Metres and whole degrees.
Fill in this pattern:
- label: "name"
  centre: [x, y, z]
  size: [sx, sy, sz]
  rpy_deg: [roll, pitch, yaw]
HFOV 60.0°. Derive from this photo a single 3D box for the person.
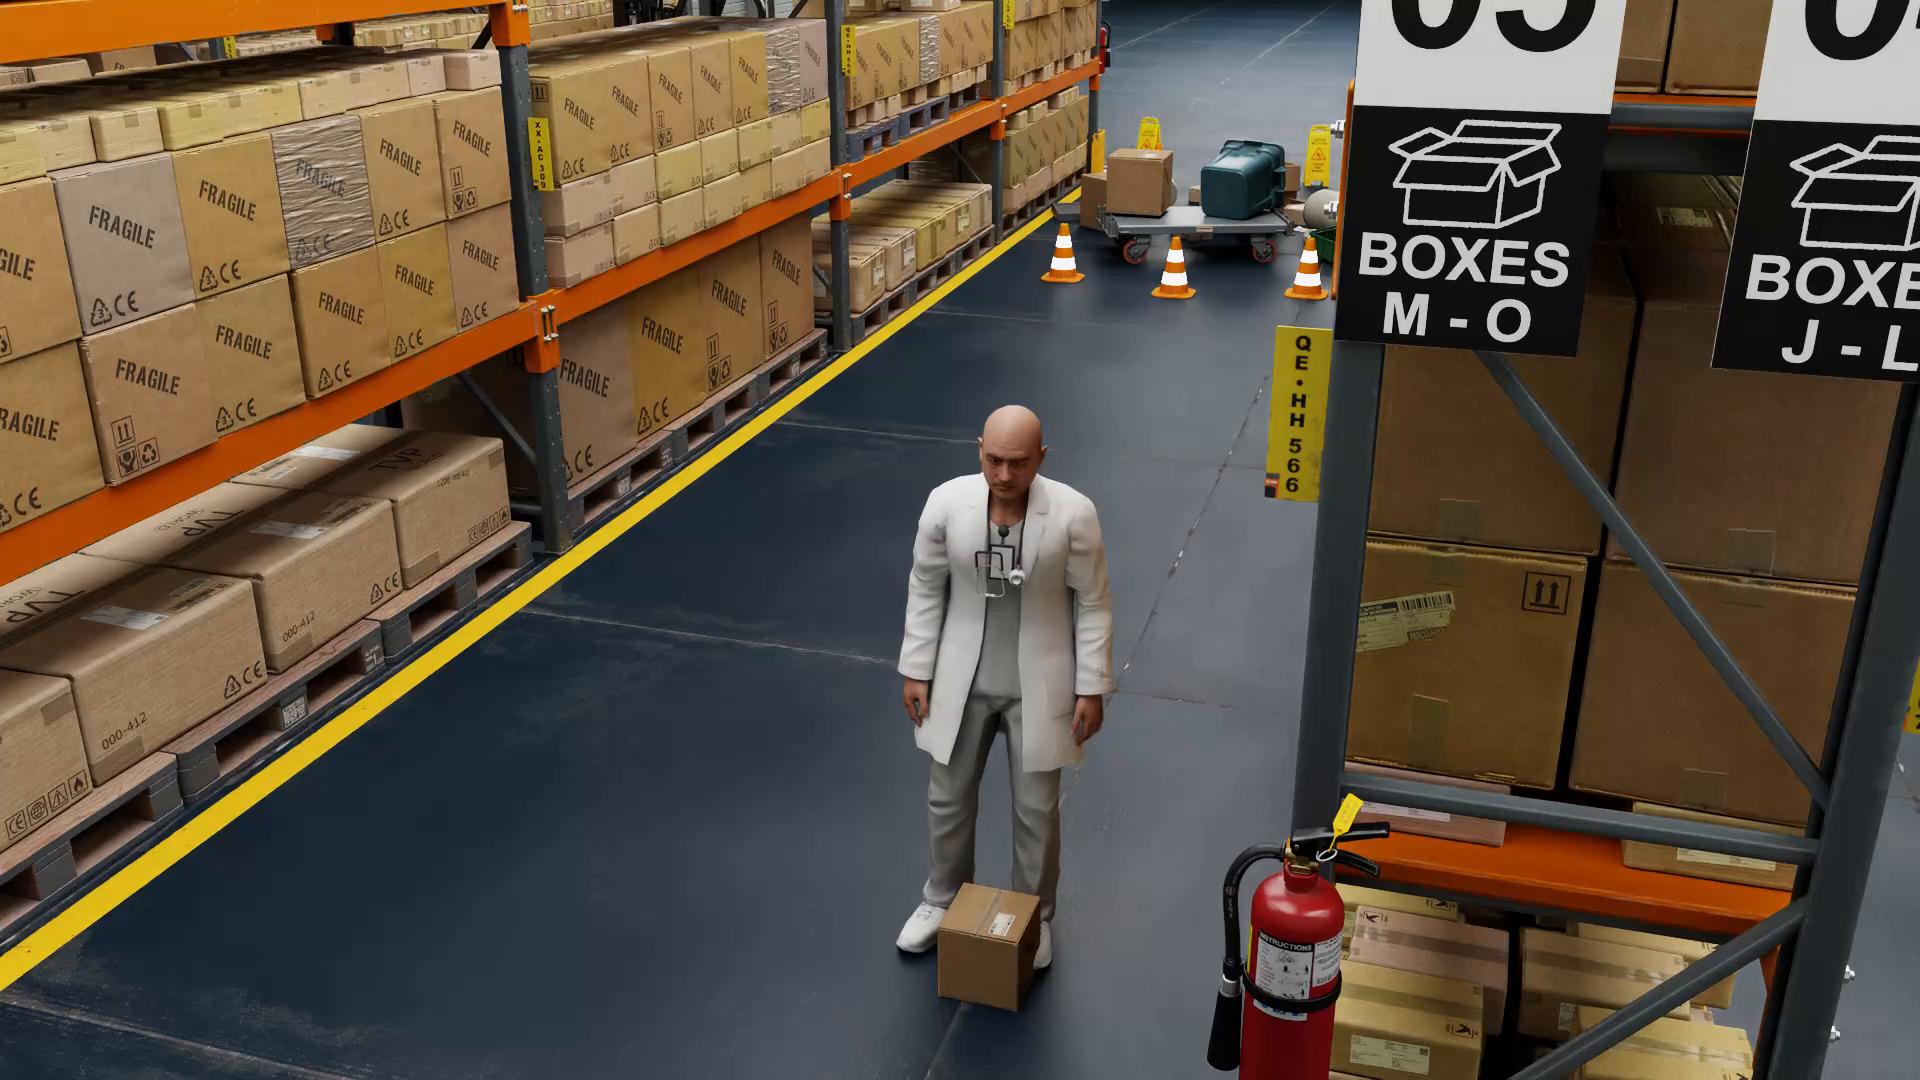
- label: "person"
  centre: [0.135, 0.437, 5.006]
  size: [0.653, 1.774, 0.425]
  rpy_deg: [5, 22, 11]
